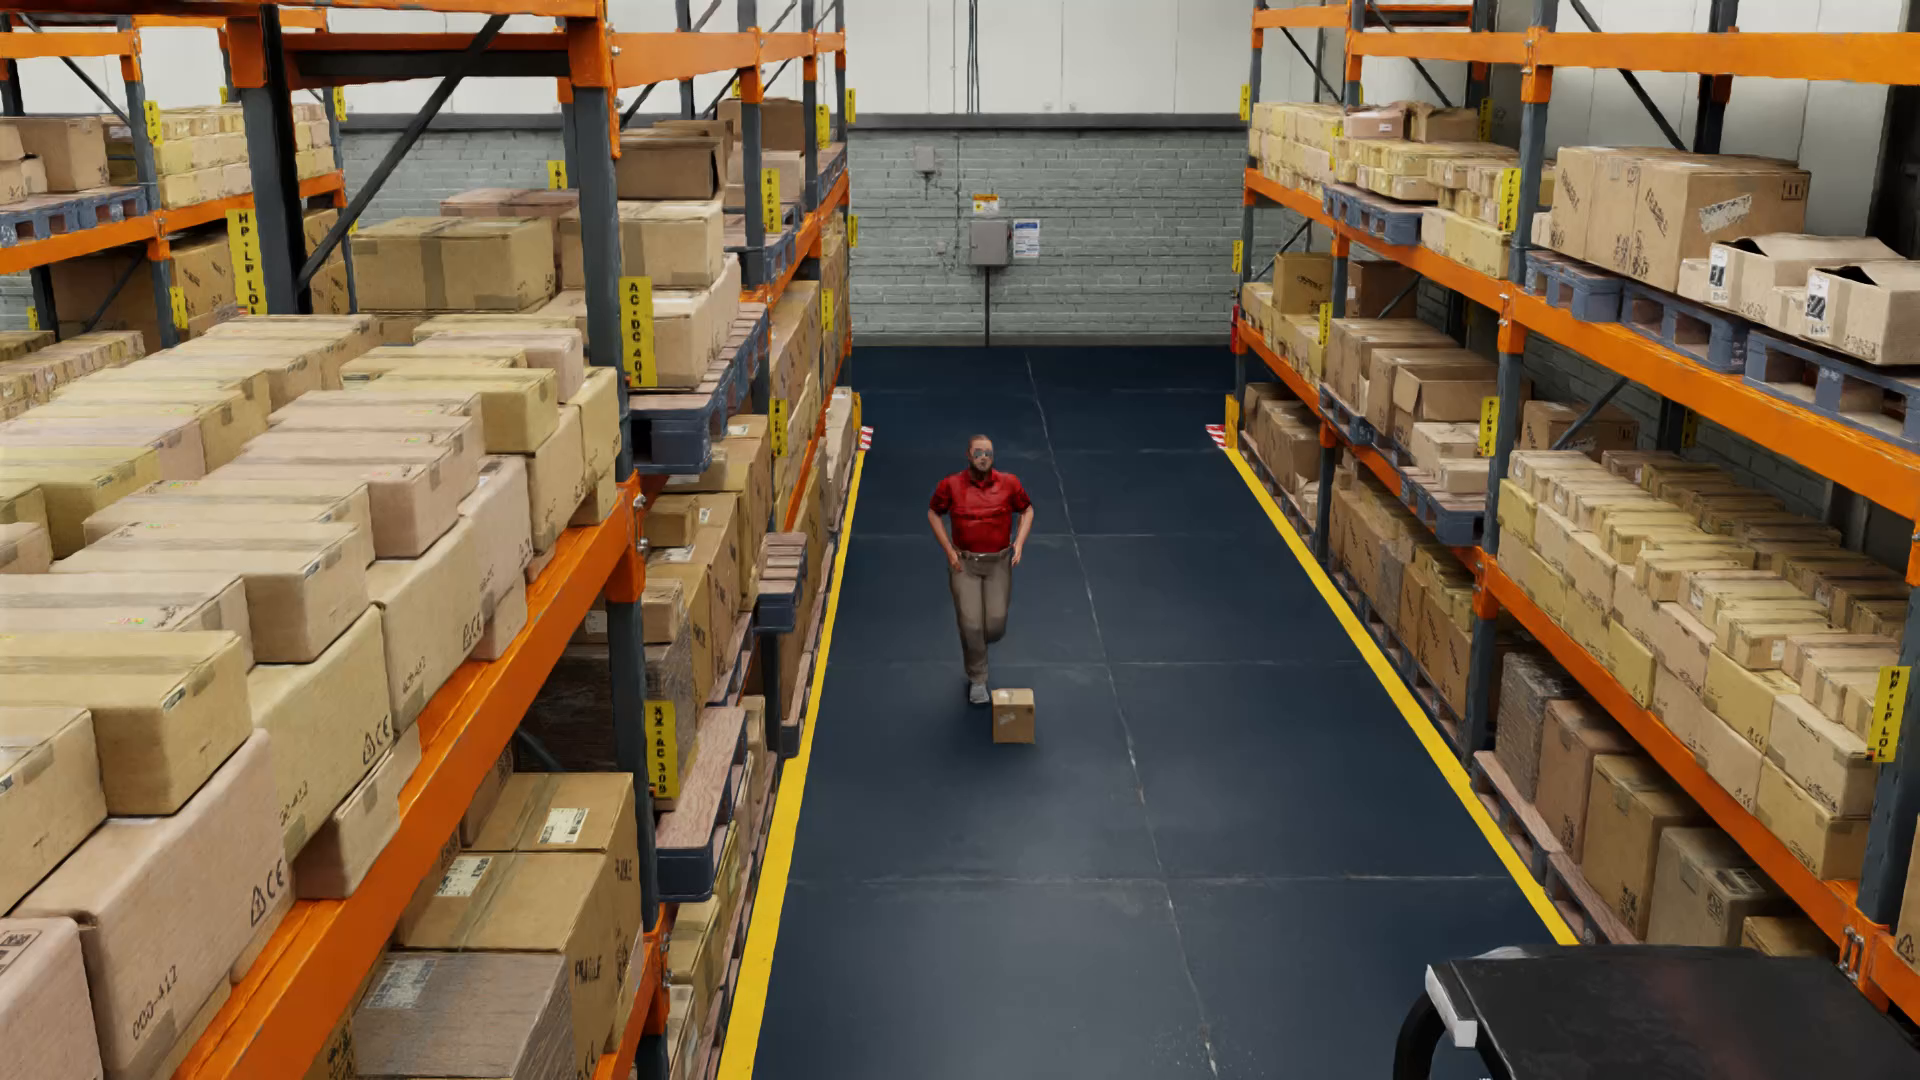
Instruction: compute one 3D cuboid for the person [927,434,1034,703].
[{"bbox_3d":[0.138,0.157,10.602,0.678,1.692,0.637,-1,17,-3],"label":"person"}]
